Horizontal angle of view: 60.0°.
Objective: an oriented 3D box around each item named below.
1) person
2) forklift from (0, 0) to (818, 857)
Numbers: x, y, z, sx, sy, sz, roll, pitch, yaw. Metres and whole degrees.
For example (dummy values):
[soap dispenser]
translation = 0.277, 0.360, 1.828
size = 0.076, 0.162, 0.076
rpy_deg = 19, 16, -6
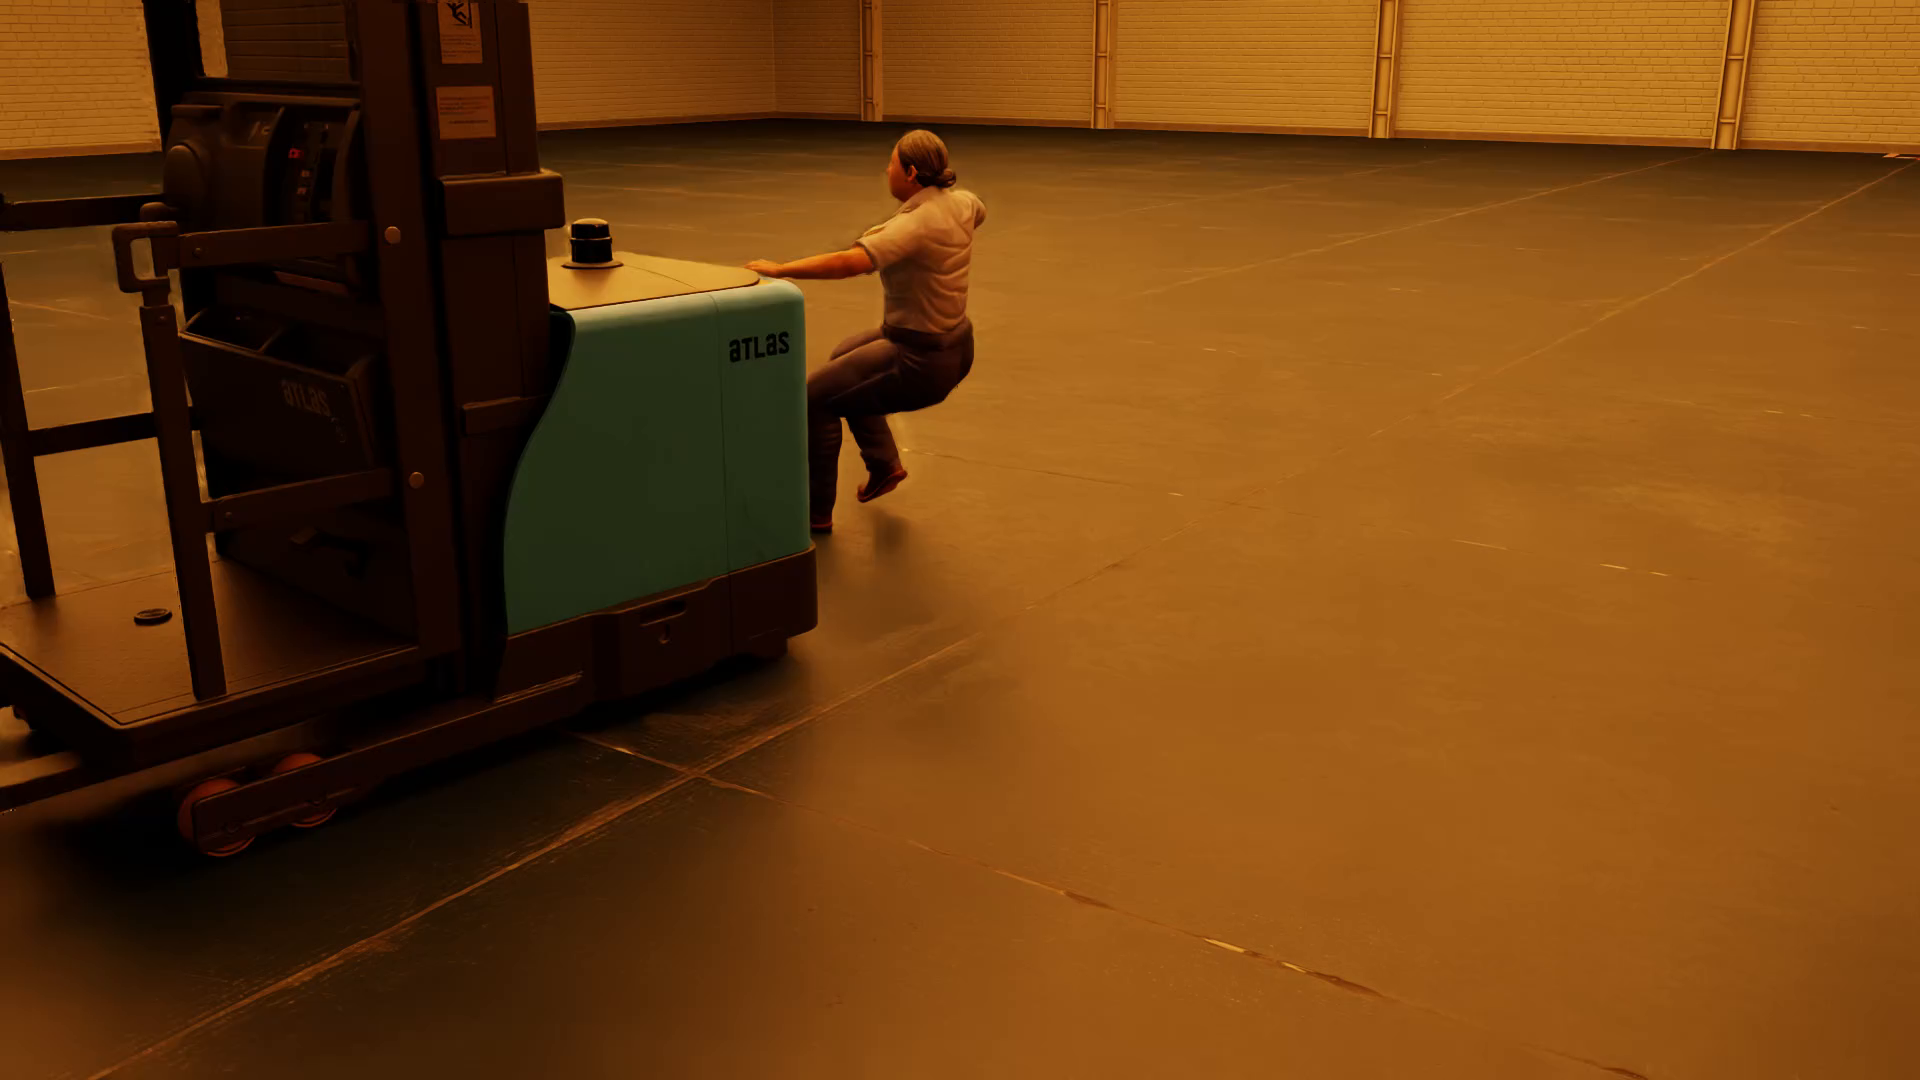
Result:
[person]
translation = -0.340, -0.743, 5.933
size = 0.787, 1.419, 0.990
rpy_deg = 5, 17, 17
[forklift]
translation = -1.790, -0.877, 3.765
size = 1.130, 2.935, 3.031
rpy_deg = 15, 22, 41
